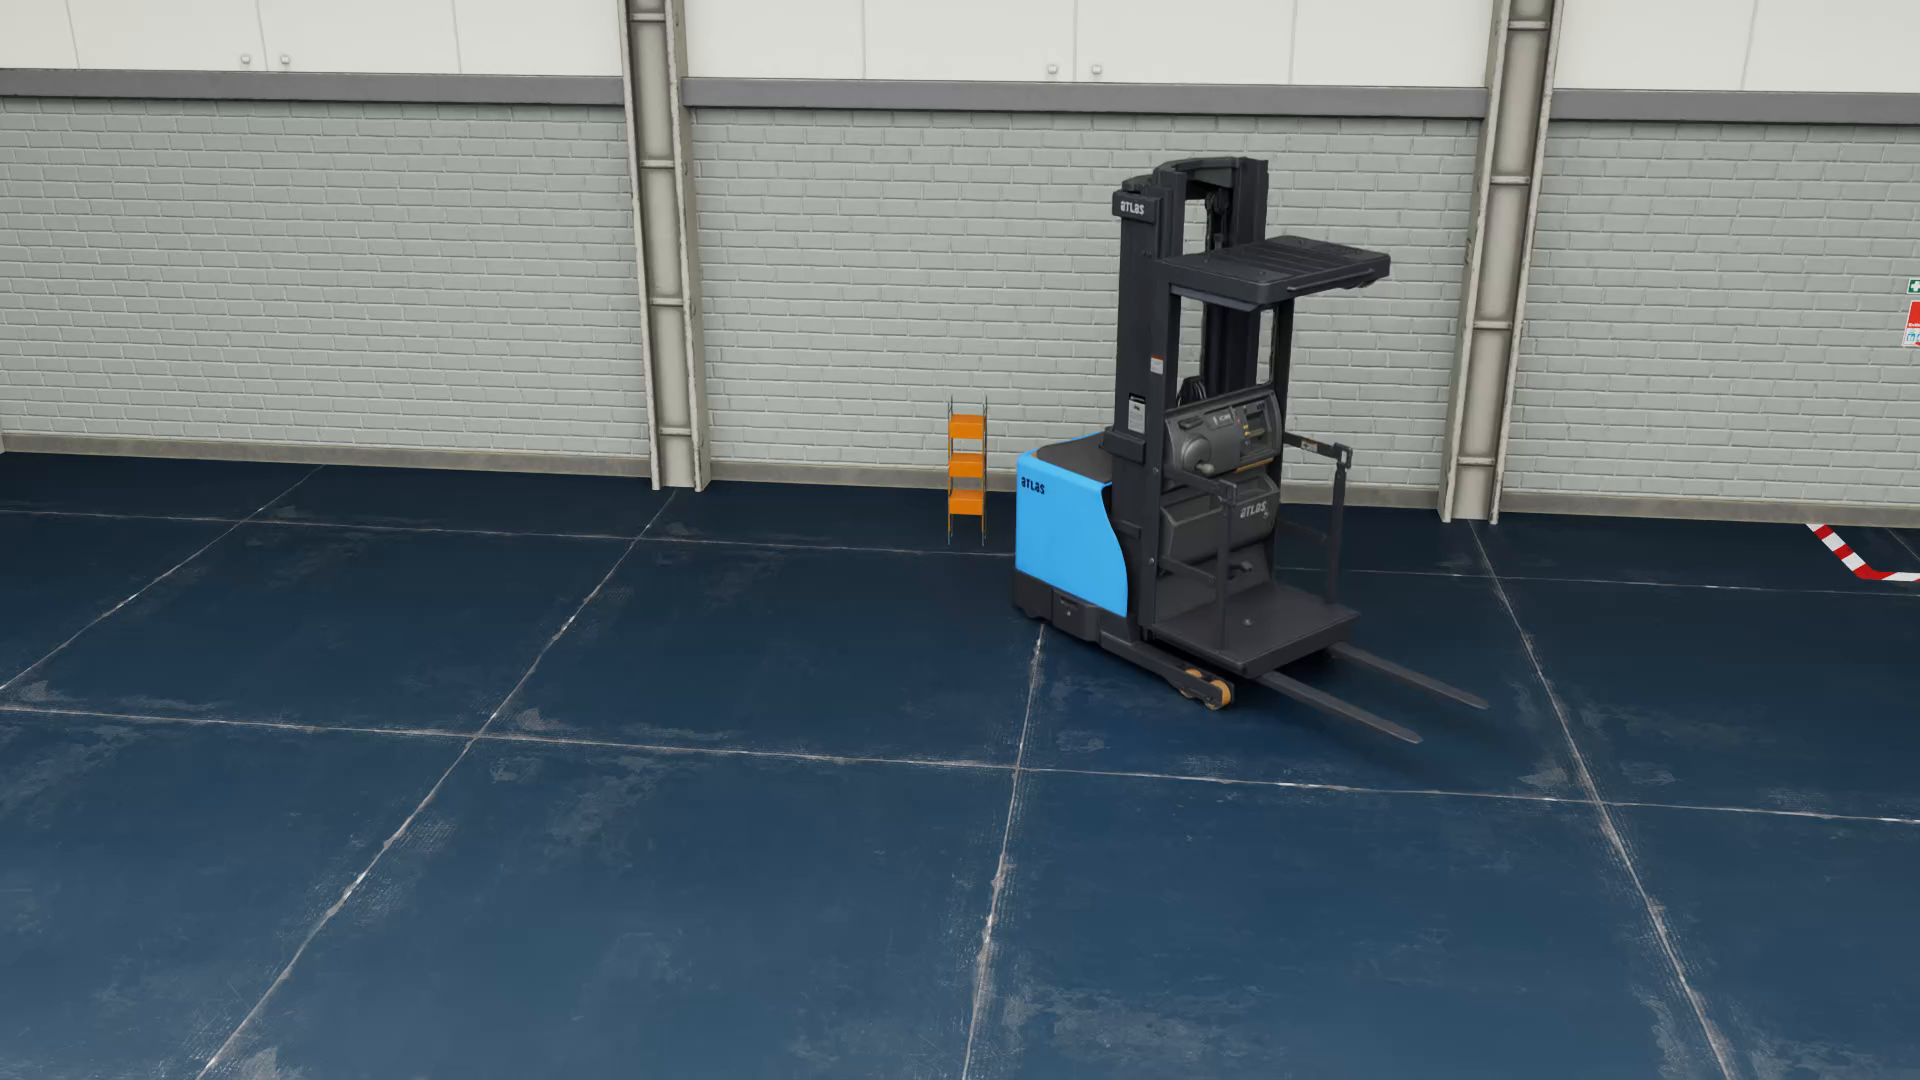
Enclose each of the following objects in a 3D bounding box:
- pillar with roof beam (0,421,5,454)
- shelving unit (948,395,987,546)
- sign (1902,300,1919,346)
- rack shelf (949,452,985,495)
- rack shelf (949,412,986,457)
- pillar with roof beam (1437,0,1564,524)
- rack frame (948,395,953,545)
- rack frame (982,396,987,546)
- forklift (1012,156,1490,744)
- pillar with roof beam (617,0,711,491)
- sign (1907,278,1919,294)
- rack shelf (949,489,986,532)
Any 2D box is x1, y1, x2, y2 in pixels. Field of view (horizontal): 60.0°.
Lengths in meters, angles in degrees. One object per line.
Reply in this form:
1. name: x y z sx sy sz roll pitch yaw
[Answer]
1. pillar with roof beam: -8.645 -3.314 8.082 0.400 9.000 9.100 2 22 6
2. shelving unit: 0.053 -0.486 11.741 0.252 1.050 0.215 2 22 6
3. sign: 6.750 -1.516 11.645 0.234 0.329 0.001 2 22 6
4. rack shelf: 0.053 -0.476 11.745 0.240 0.259 0.215 2 22 6
5. rack shelf: 0.053 -0.740 11.641 0.240 0.259 0.215 2 22 6
6. pillar with roof beam: 3.272 -2.794 6.768 0.400 9.000 9.100 2 22 6
7. rack frame: -0.068 -0.491 11.754 0.008 1.050 0.200 2 22 6
8. rack frame: 0.174 -0.481 11.728 0.008 1.050 0.200 2 22 6
9. forklift: 1.667 -0.603 9.479 1.130 2.935 3.031 -17 27 -36
10. pillar with roof beam: -2.687 -3.054 7.425 0.400 9.000 9.100 2 22 6
11. sign: 6.754 -1.759 11.539 0.331 0.109 0.001 2 22 6
12. rack shelf: 0.053 -0.218 11.847 0.240 0.259 0.215 2 22 6
